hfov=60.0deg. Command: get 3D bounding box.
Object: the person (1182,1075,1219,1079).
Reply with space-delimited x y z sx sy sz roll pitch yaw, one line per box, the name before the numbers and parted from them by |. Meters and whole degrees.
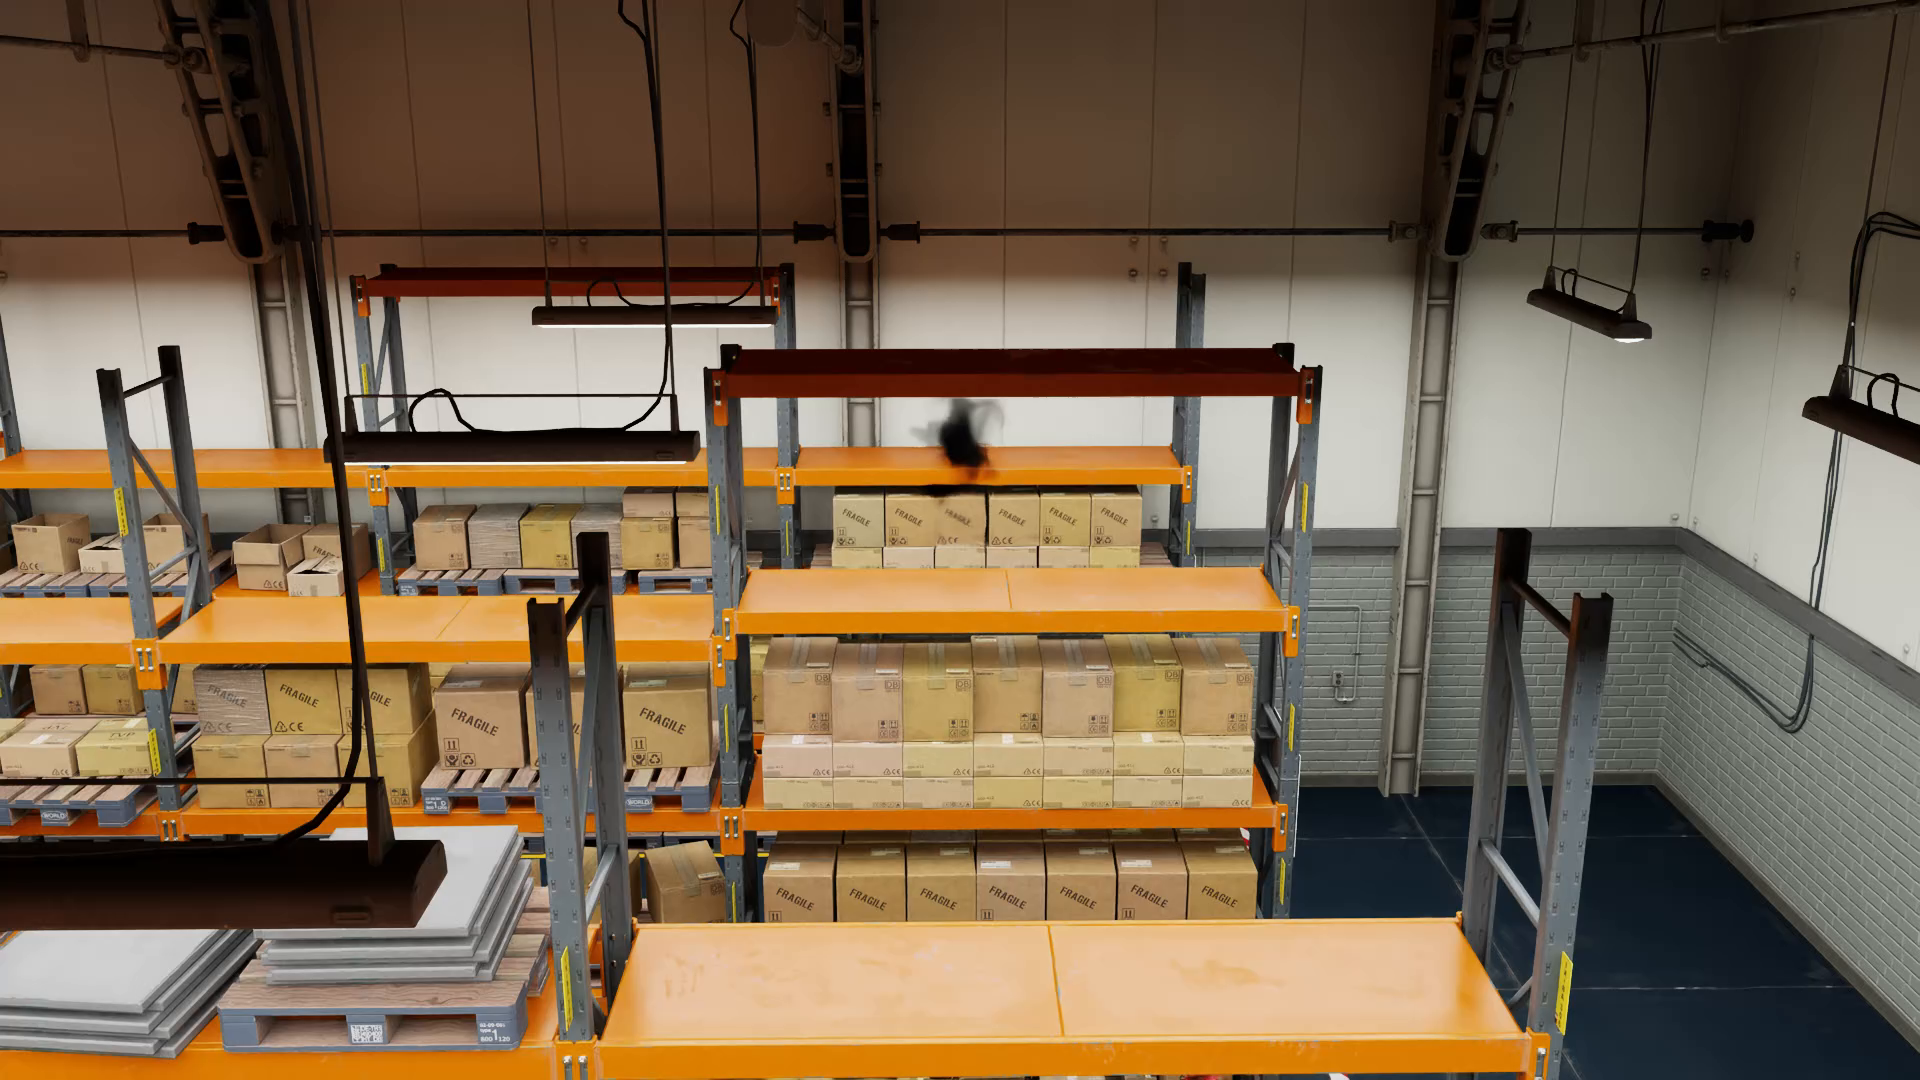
person | 1.650 4.171 11.215 0.877 1.745 0.671 -4 17 -12
